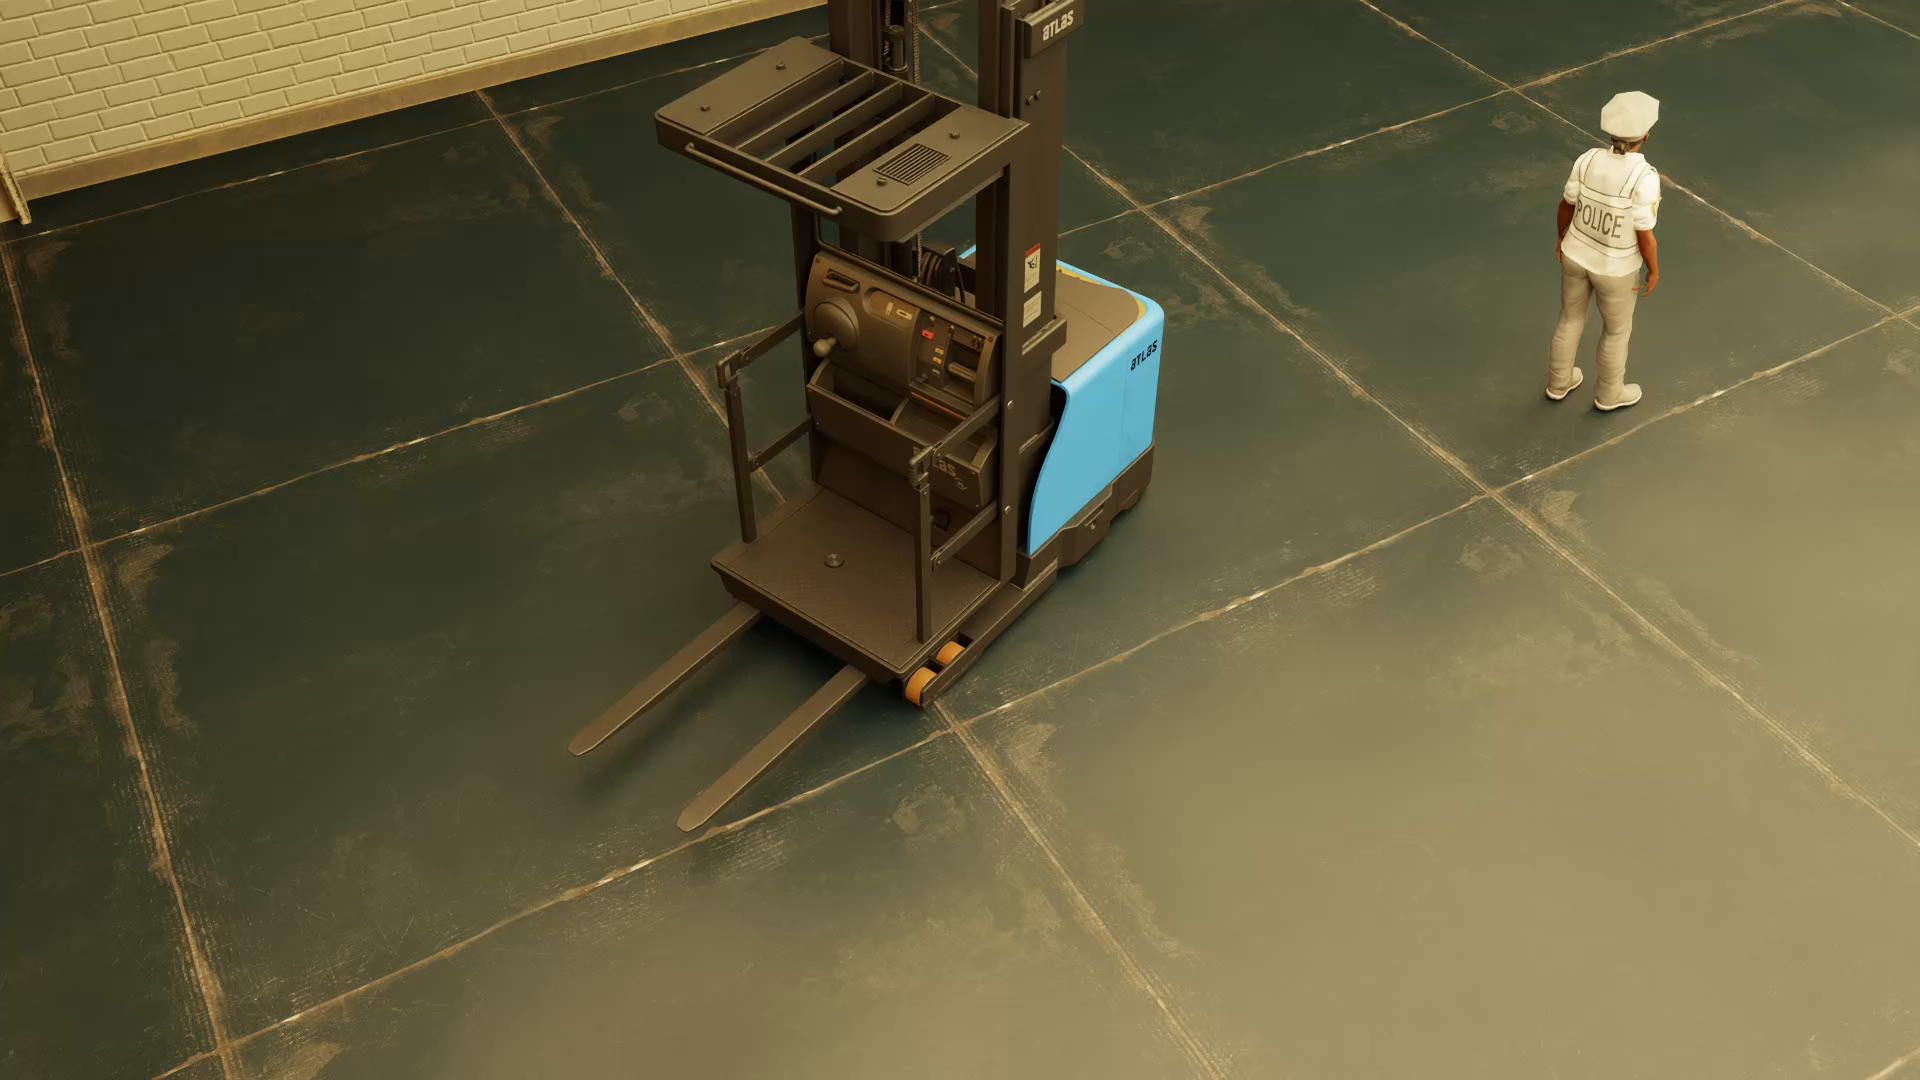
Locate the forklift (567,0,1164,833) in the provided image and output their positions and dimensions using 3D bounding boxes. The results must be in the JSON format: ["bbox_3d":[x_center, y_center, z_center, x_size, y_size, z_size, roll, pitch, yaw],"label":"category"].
[{"bbox_3d":[-0.375,-0.749,6.505,1.130,2.935,3.031,28,50,27],"label":"forklift"}]

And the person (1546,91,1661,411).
[{"bbox_3d":[3.179,-1.394,8.099,0.530,1.694,0.569,-31,51,-29],"label":"person"}]
